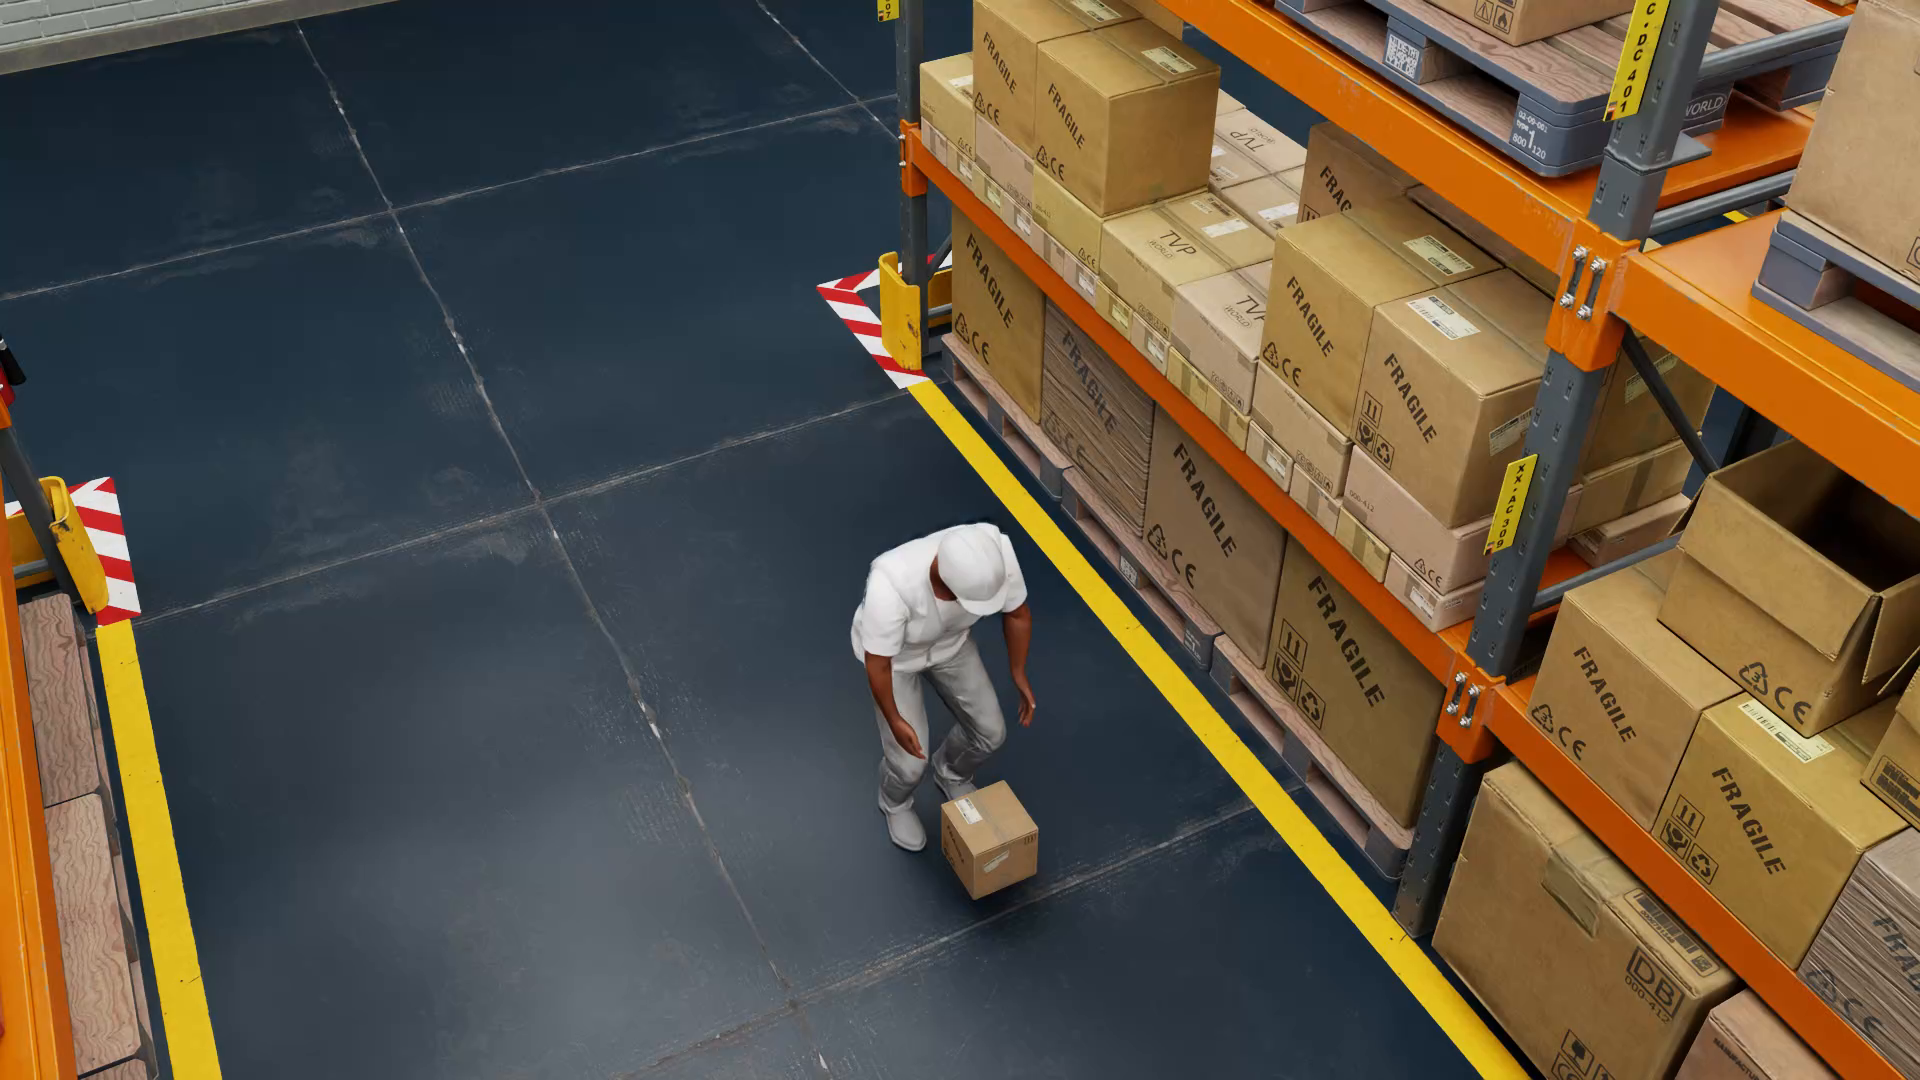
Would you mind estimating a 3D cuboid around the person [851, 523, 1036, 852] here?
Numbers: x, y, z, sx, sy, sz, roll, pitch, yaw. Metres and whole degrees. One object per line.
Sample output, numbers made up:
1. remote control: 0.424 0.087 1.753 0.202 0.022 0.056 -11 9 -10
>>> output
1. person: -0.061 0.445 5.799 0.625 1.543 0.666 -18 44 -20
